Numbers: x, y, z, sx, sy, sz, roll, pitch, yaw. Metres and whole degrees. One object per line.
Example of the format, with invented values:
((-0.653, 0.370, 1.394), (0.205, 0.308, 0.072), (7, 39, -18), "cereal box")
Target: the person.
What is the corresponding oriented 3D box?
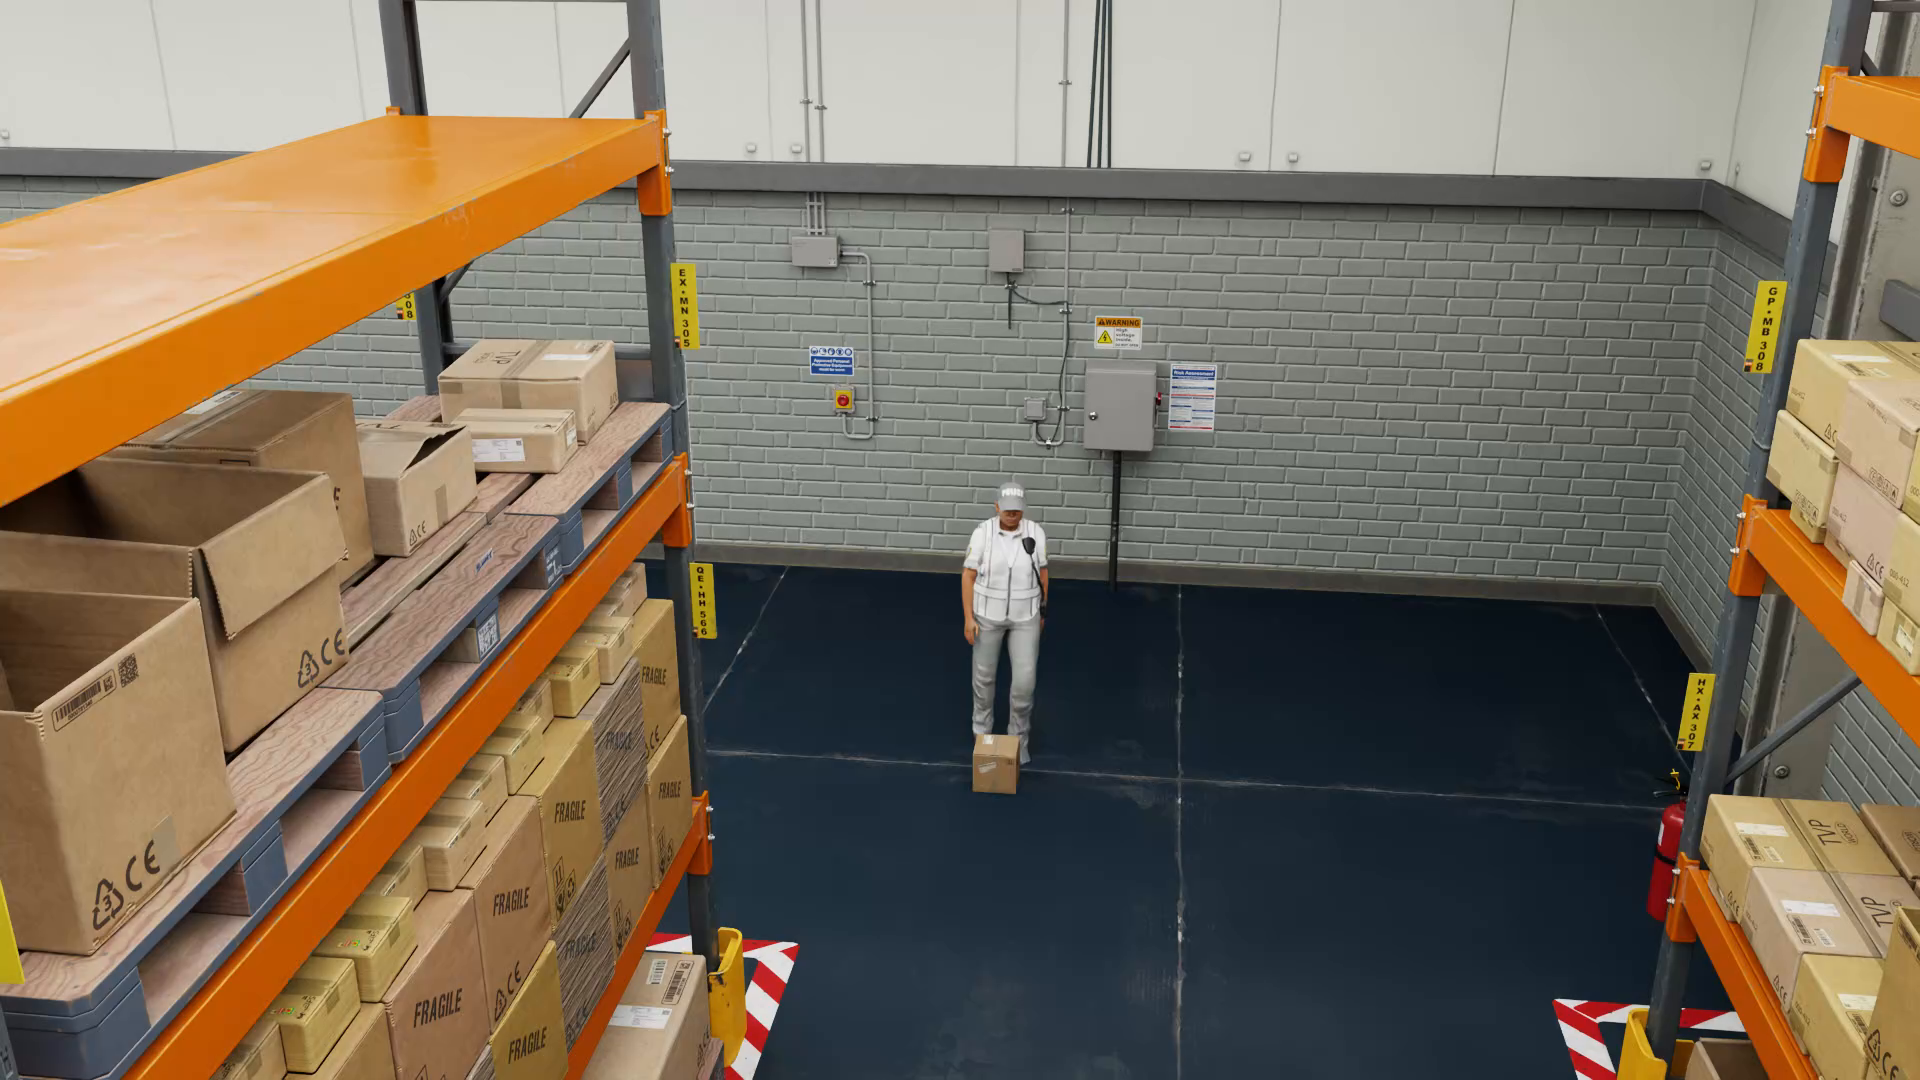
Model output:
((0.267, 0.528, 9.826), (0.519, 1.758, 0.501), (0, 21, 0), "person")
